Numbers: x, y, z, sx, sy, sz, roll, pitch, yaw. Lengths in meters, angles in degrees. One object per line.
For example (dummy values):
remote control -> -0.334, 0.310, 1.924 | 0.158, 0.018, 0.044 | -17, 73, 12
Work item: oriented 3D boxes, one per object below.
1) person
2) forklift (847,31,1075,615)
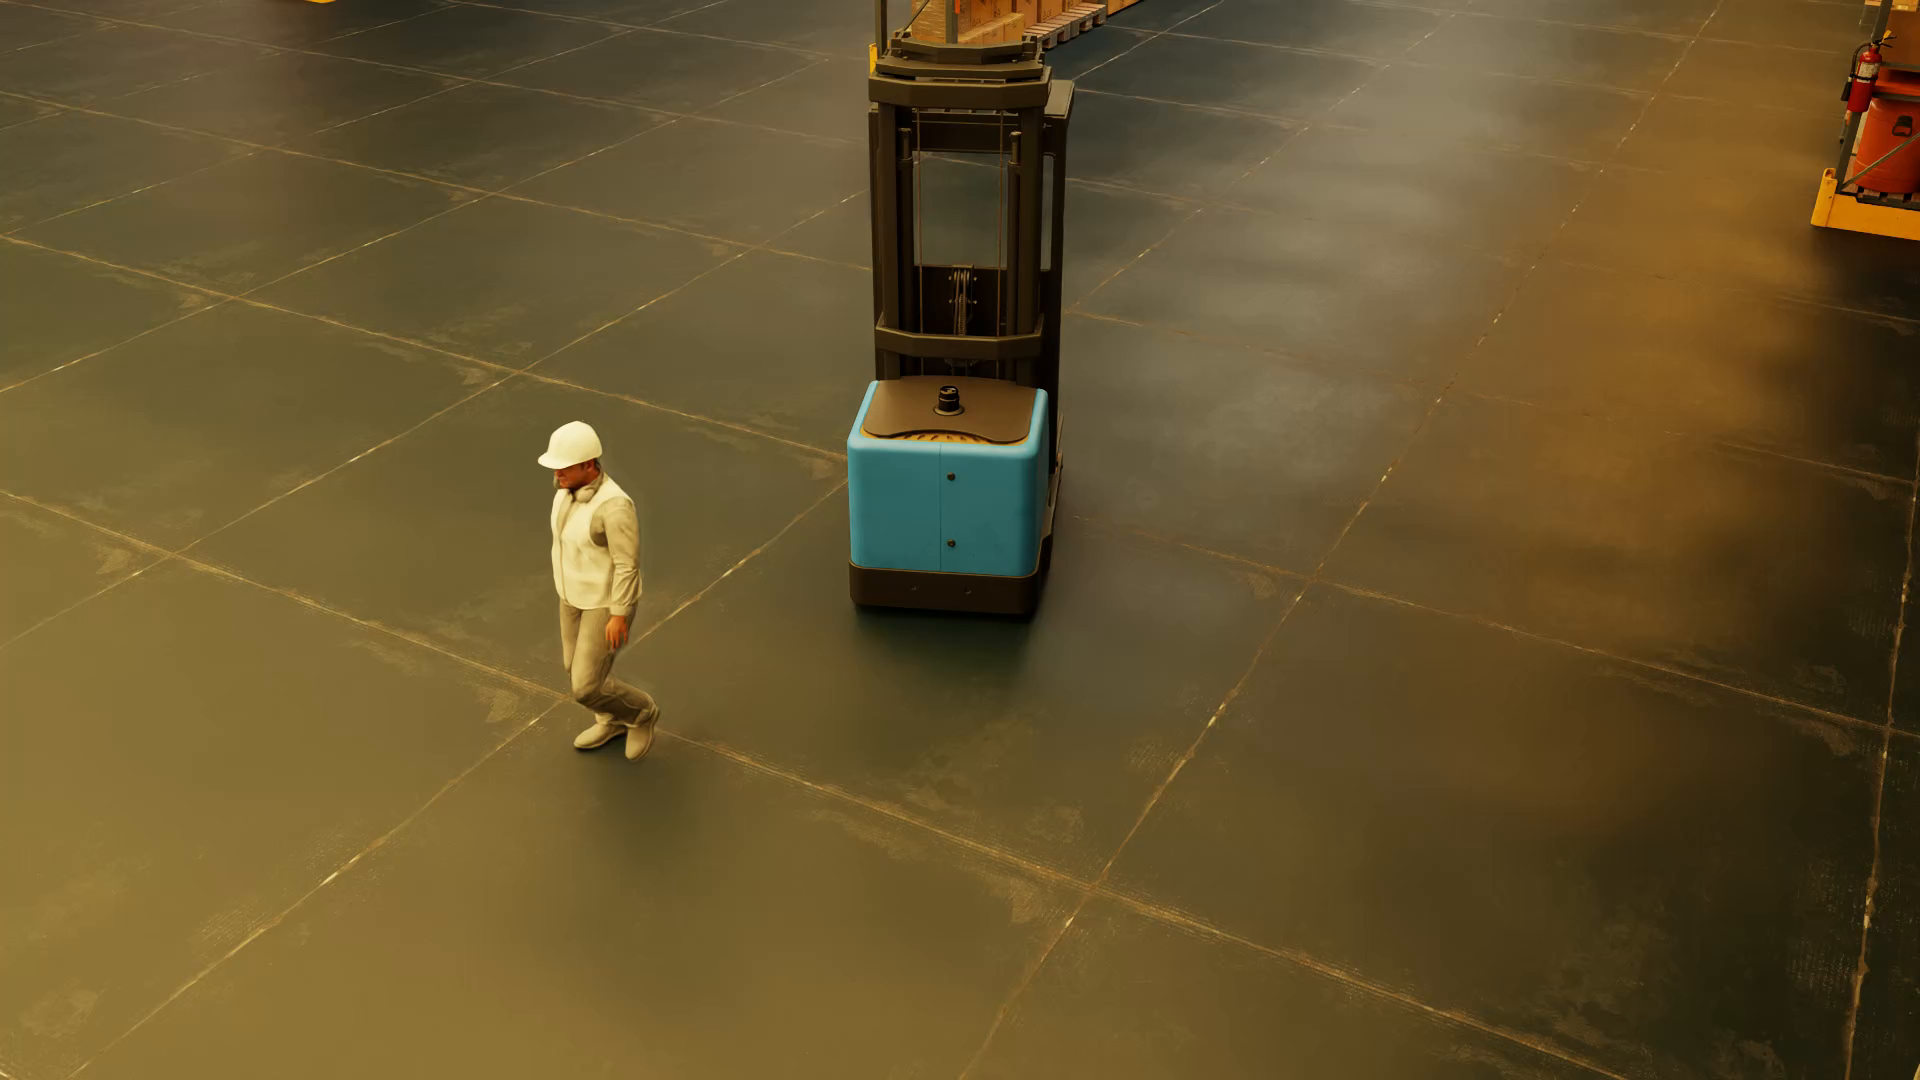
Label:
person -> -1.740, 0.265, 7.790 | 0.468, 1.753, 0.674 | -25, 38, -36
forklift -> 0.072, -1.572, 9.794 | 1.130, 2.935, 3.031 | 3, 30, 6
